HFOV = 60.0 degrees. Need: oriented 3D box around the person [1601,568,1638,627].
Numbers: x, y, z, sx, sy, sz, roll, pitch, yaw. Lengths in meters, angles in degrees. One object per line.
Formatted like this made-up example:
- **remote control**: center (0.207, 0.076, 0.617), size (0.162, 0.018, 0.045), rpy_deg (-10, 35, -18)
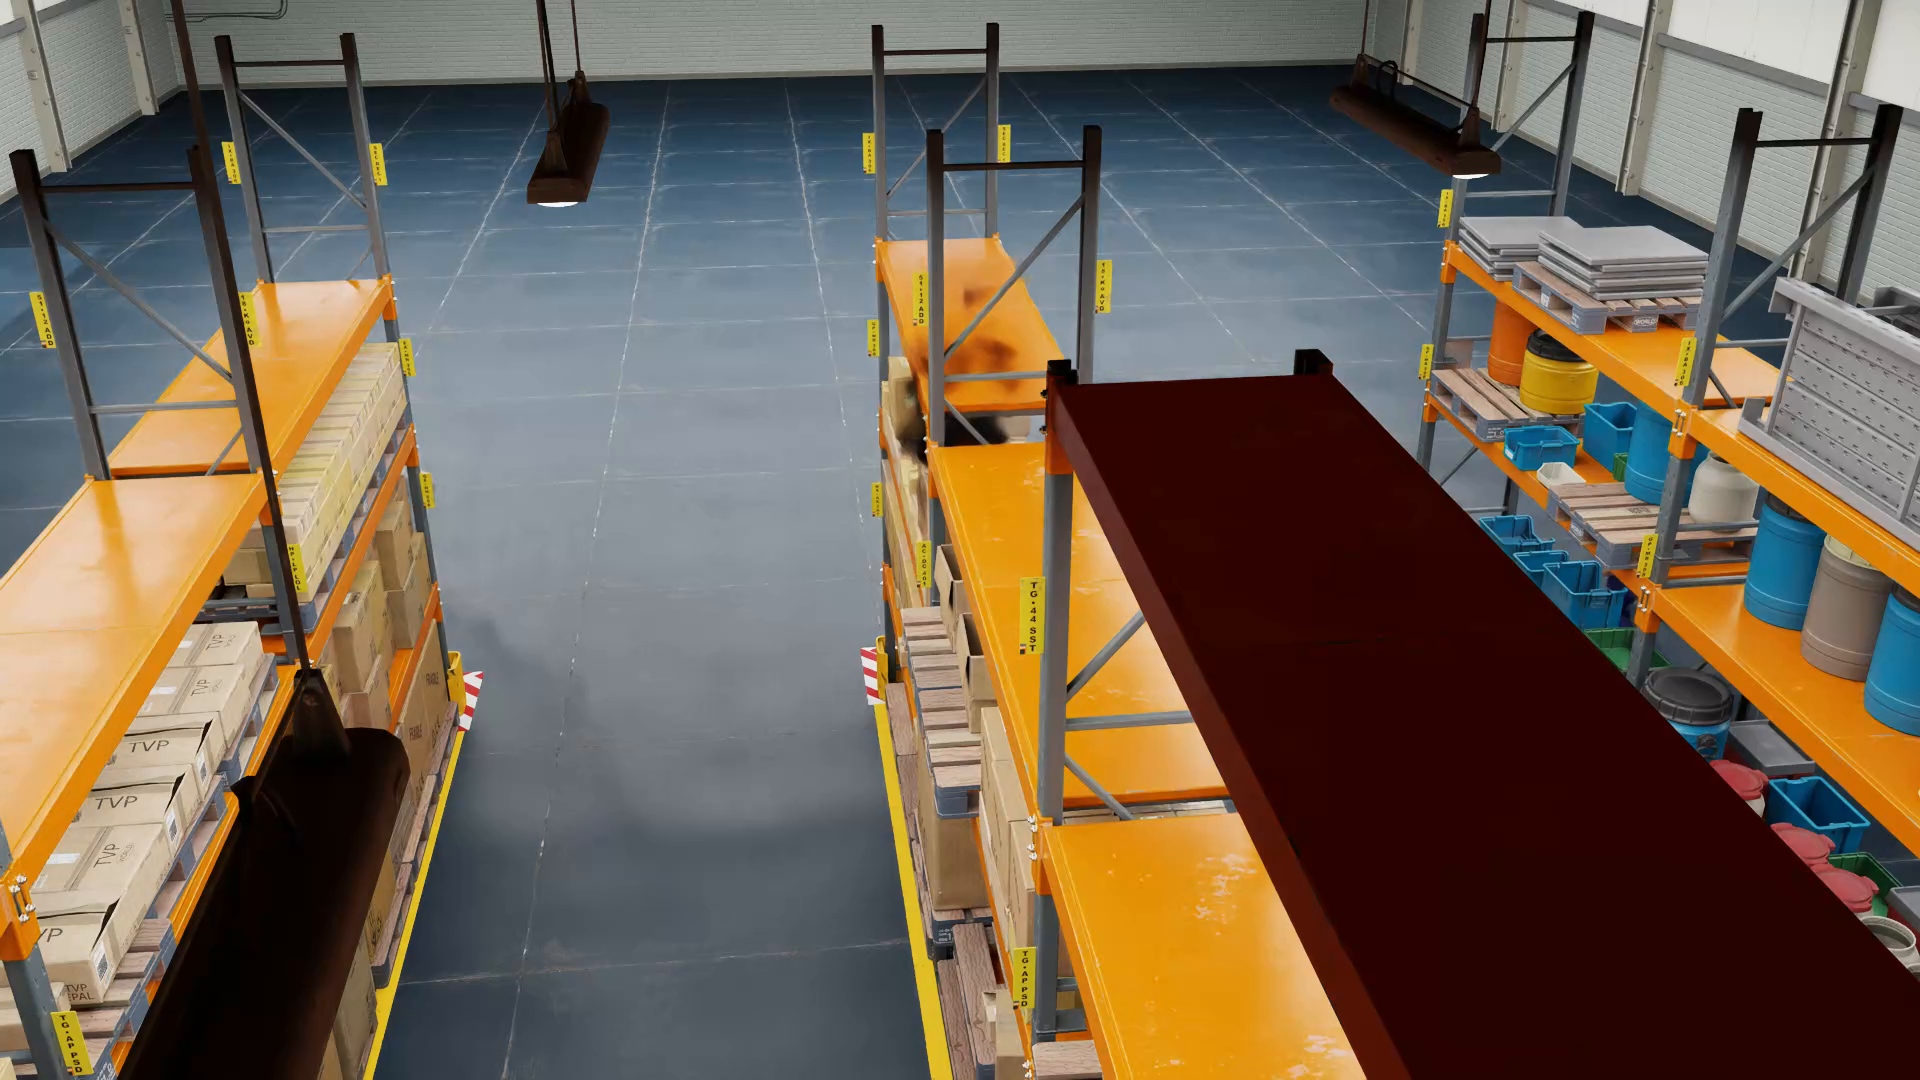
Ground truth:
- **person**: center (6.331, 0.454, 15.773), size (0.647, 1.606, 0.642), rpy_deg (-11, 28, -22)
